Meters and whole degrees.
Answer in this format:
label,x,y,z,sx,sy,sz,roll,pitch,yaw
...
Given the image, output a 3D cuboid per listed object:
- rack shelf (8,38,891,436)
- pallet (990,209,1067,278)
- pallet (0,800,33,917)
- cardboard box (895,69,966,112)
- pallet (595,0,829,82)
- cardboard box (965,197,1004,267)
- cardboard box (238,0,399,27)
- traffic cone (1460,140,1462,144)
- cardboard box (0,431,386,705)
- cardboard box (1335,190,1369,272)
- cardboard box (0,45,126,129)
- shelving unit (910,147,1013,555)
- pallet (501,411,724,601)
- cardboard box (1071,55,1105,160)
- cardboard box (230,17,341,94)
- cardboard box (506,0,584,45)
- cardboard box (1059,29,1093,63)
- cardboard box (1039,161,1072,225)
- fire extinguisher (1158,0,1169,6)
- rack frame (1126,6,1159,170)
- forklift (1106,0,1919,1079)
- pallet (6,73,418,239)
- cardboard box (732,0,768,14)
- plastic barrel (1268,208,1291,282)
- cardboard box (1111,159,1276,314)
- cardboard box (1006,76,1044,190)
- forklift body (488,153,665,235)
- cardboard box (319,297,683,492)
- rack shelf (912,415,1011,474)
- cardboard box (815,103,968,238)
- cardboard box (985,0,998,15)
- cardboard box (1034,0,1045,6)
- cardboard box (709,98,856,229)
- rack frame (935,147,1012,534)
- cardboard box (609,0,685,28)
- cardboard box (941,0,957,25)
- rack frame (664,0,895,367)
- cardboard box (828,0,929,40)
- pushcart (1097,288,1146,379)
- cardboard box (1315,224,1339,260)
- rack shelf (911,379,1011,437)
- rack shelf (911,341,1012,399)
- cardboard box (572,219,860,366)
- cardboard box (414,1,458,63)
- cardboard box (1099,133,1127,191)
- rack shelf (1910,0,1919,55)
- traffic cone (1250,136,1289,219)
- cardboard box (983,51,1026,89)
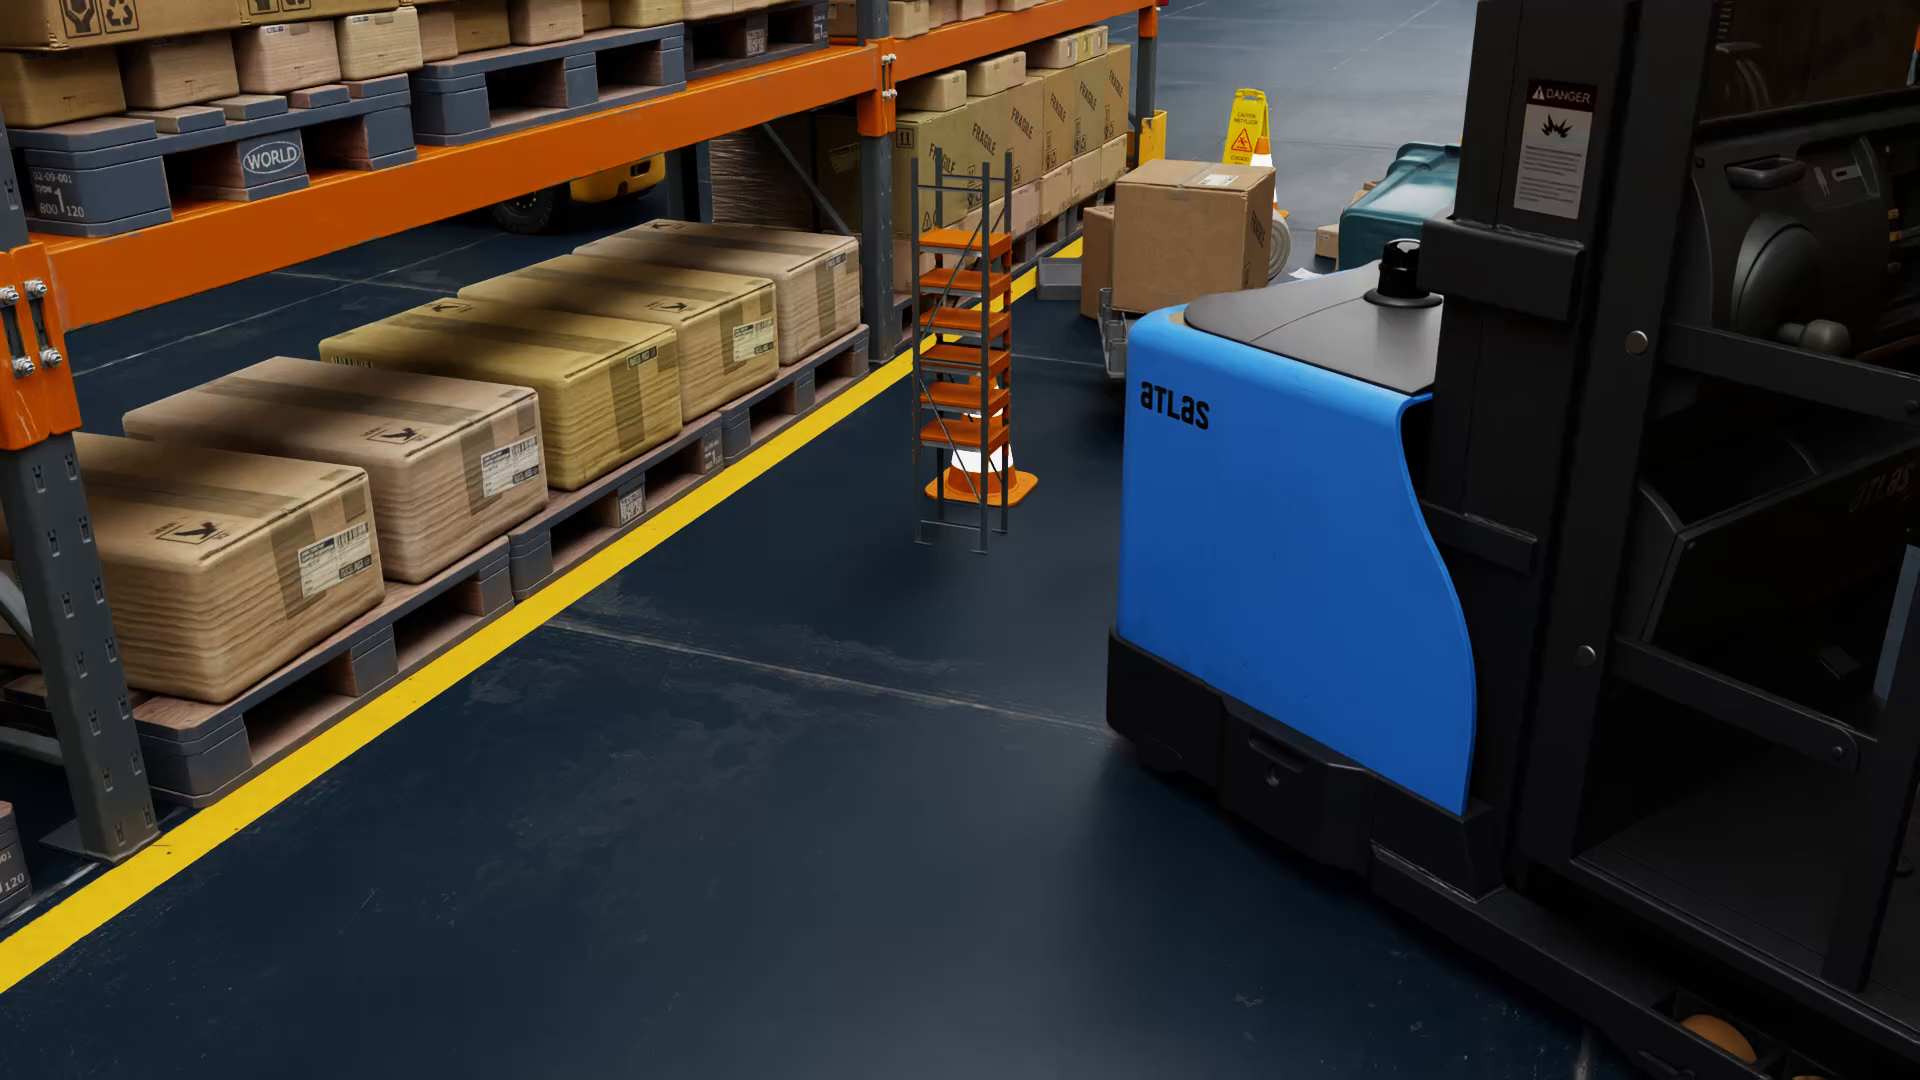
label,x,y,z,sx,sy,sz,roll,pitch,yaw
rack shelf,-1.508,-1.159,5.067,1.077,0.370,4.000,9,24,20
pallet,-0.096,-1.604,8.815,1.003,0.211,1.213,9,24,20
pallet,-2.613,0.783,3.102,1.003,0.211,1.213,9,24,20
cardboard box,-0.193,-1.986,7.320,0.380,0.149,0.250,9,24,21
pallet,-1.184,-1.866,6.073,1.003,0.211,1.213,9,24,20
cardboard box,-0.107,-1.497,7.965,0.500,0.250,0.500,10,25,23
cardboard box,-1.682,-1.468,3.812,0.500,0.500,0.500,10,25,23
traffic cone,2.916,-2.092,9.658,0.336,0.463,0.334,9,24,20
cardboard box,-2.031,0.043,4.121,0.950,0.372,0.625,7,24,16
cardboard box,2.079,-1.222,7.347,0.797,0.637,0.503,9,24,20
cardboard box,-1.957,-0.943,3.397,0.380,0.149,0.250,7,24,17
shelving unit,0.005,-0.559,5.031,0.258,1.200,0.189,9,24,20
pallet,-1.504,-0.203,5.463,1.003,0.211,1.213,9,24,20
cardboard box,0.475,-2.398,9.149,0.500,0.500,0.500,10,25,22
cardboard box,-1.677,-1.131,3.846,0.380,0.149,0.250,7,24,17
cardboard box,-1.312,-1.514,4.765,0.380,0.149,0.250,10,25,22
cardboard box,0.495,-2.654,8.920,0.380,0.149,0.250,9,24,21
cardboard box,0.282,-1.863,8.841,0.500,0.250,0.500,8,24,18
fire extinguisher,1.191,-3.577,10.023,0.296,0.674,0.183,9,24,20
rack frame,0.721,-3.638,10.068,1.000,3.000,0.127,9,24,20
forklift,1.637,-0.514,2.678,1.130,2.935,3.031,-16,28,-33
pallet,-2.085,-0.957,3.899,1.213,0.211,1.003,9,24,20
cardboard box,-0.876,-1.872,5.620,0.380,0.149,0.250,8,24,19
plastic barrel,1.359,-1.494,8.276,0.421,0.421,0.512,-12,25,-26
cardboard box,0.899,-1.159,6.393,0.500,0.500,0.500,9,24,20
cardboard box,0.087,-2.029,8.265,0.500,0.500,0.500,10,25,23
forklift body,-2.899,-3.016,9.680,2.313,2.155,1.214,9,24,20
cardboard box,-1.478,-0.493,5.403,0.950,0.372,0.625,10,25,22
rack shelf,0.005,-0.296,5.141,0.258,0.103,0.180,9,24,20
cardboard box,-0.295,-1.650,7.359,0.500,0.500,0.500,10,25,23
cardboard box,-0.040,-2.538,7.761,0.380,0.149,0.250,9,24,20
cardboard box,0.202,-2.708,8.168,0.380,0.149,0.250,9,24,20
cardboard box,-0.794,-1.728,7.545,0.500,0.500,0.500,8,24,19
rack frame,0.039,-0.592,5.110,0.240,1.200,0.006,9,24,20
cardboard box,-1.092,-1.698,5.204,0.380,0.149,0.250,9,24,20
cardboard box,-0.234,-2.355,7.322,0.380,0.149,0.250,9,24,20
rack frame,-0.765,-2.207,6.641,1.000,3.000,0.127,9,24,20
cardboard box,-0.350,-2.158,6.850,0.380,0.149,0.250,9,24,20
pushcart,1.371,-0.688,6.408,1.648,0.377,0.936,1,23,2
cardboard box,2.110,-1.565,8.803,0.250,0.149,0.380,-17,28,-35
rack shelf,0.005,-0.407,5.095,0.258,0.103,0.180,9,24,20
rack shelf,0.005,-0.518,5.048,0.258,0.103,0.180,9,24,20
cardboard box,-0.957,-1.000,6.617,0.950,0.372,0.625,9,24,21
cardboard box,-1.538,-1.323,4.308,0.380,0.149,0.250,10,25,23
cardboard box,0.662,-2.227,9.712,0.500,0.250,0.500,9,24,20
rack shelf,4.612,-1.918,6.883,1.077,0.370,4.000,9,24,20
traffic cone,1.759,-2.129,9.747,0.336,0.463,0.334,9,24,20
cardboard box,0.094,-2.267,7.993,0.380,0.149,0.250,10,25,23
